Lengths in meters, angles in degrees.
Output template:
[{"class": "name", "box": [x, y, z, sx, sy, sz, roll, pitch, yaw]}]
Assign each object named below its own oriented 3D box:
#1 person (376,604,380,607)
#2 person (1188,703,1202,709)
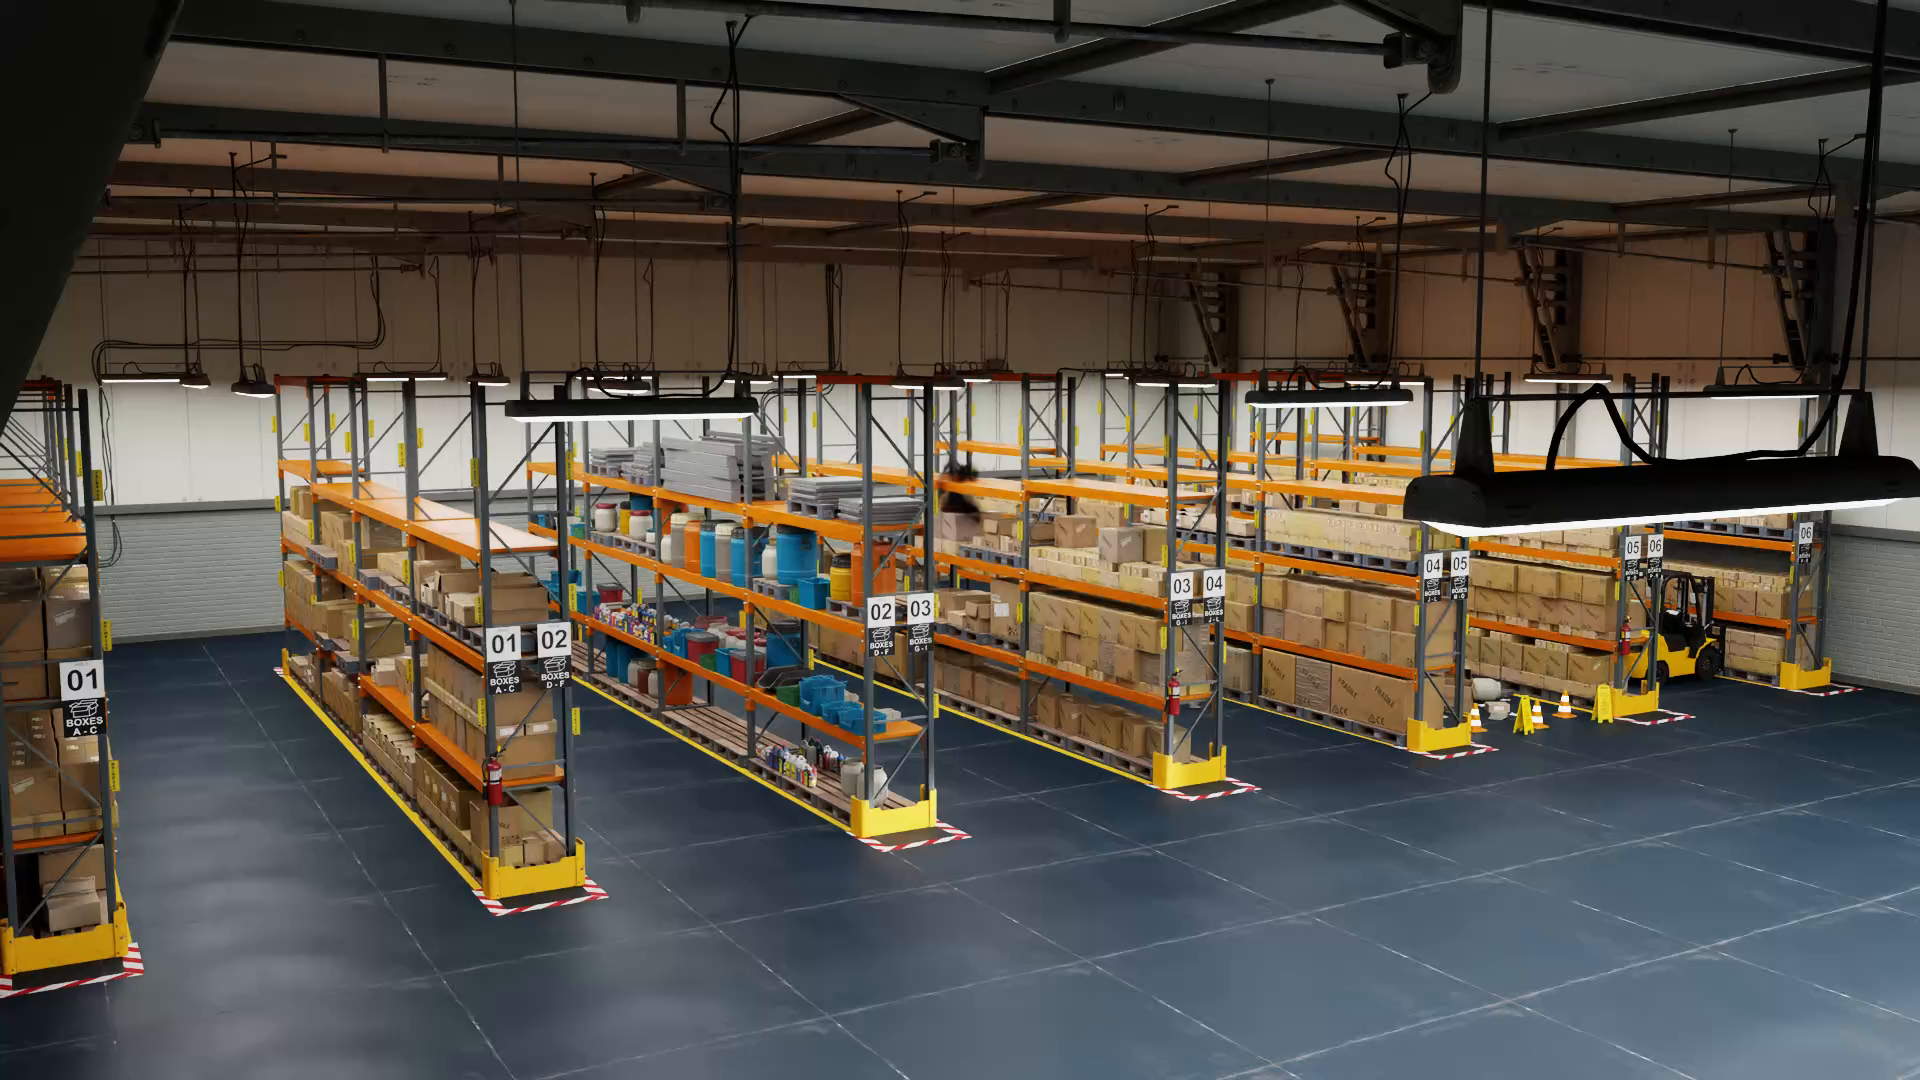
[{"class": "person", "box": [-11.980, 1.708, 34.422, 0.552, 1.727, 0.682, 2, 7, 22]}, {"class": "person", "box": [4.108, 2.204, 30.235, 0.632, 1.661, 0.861, -4, 8, -34]}]
